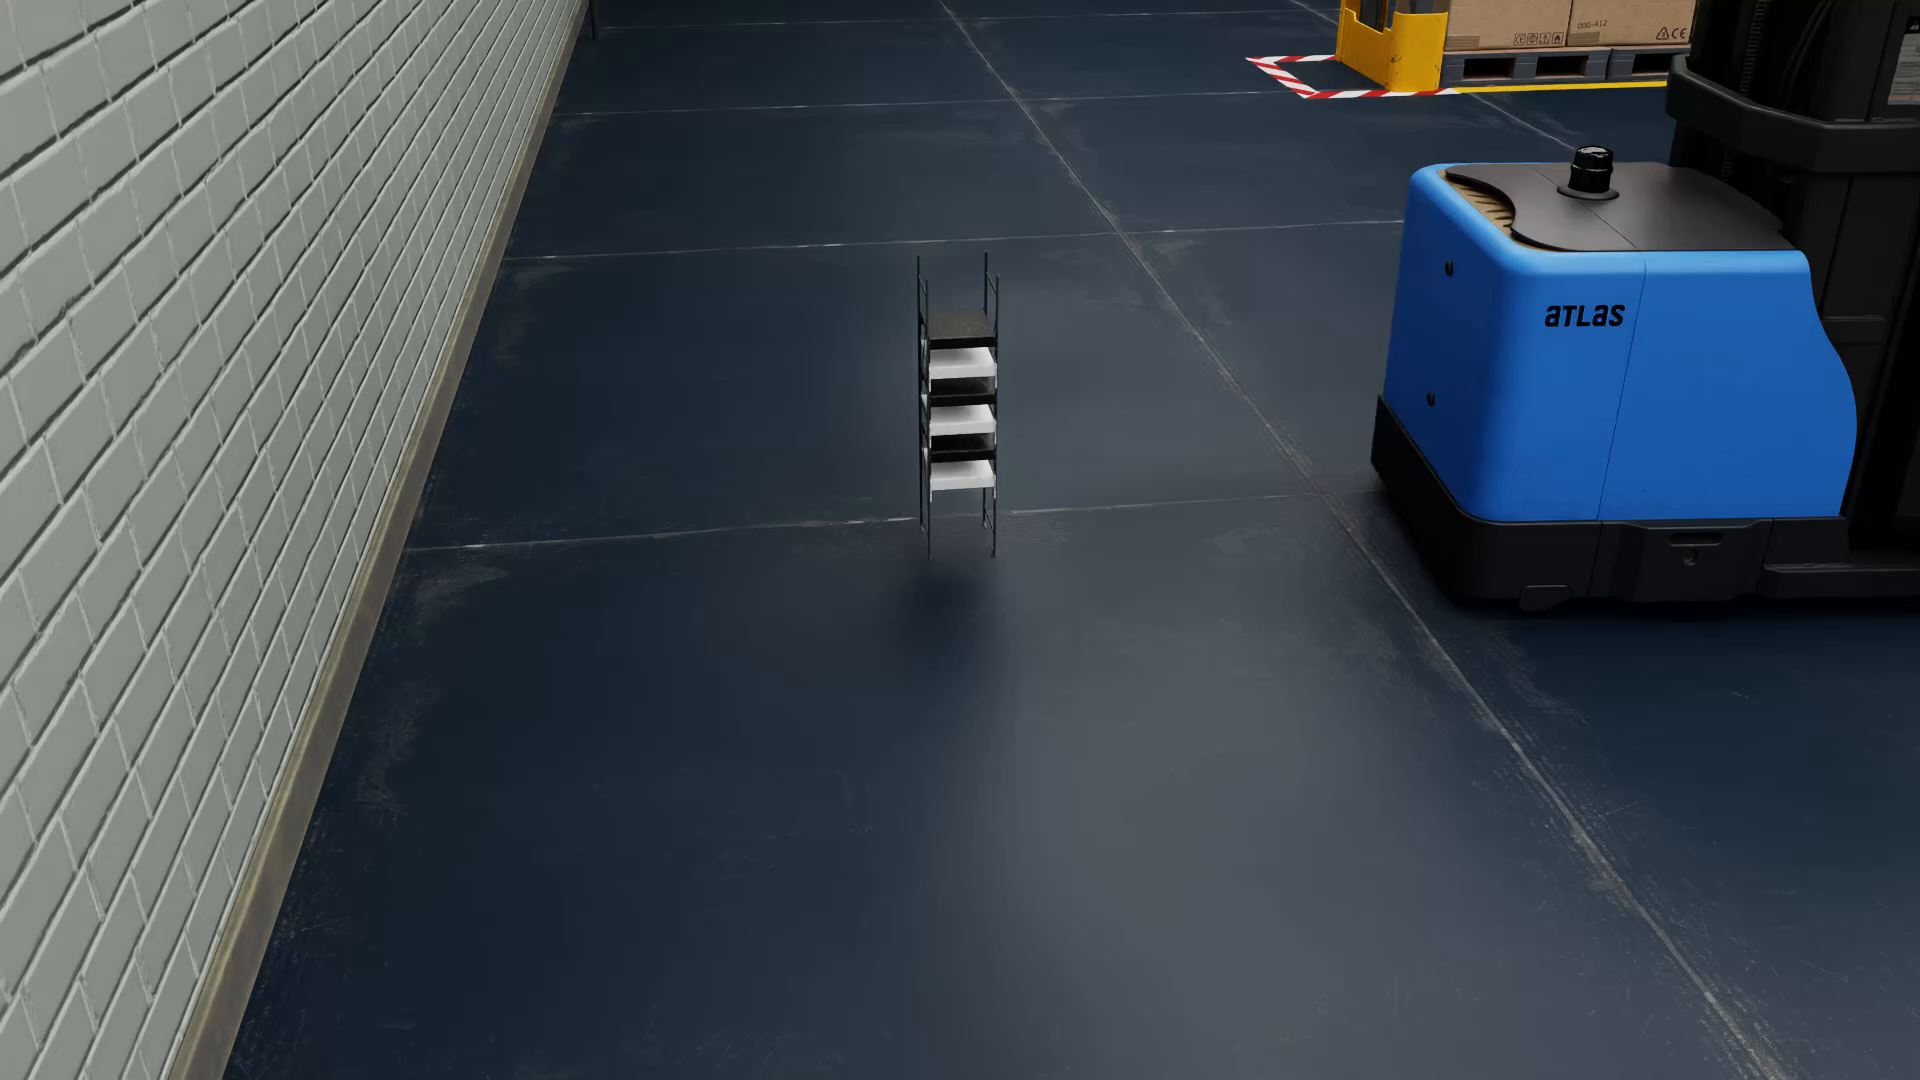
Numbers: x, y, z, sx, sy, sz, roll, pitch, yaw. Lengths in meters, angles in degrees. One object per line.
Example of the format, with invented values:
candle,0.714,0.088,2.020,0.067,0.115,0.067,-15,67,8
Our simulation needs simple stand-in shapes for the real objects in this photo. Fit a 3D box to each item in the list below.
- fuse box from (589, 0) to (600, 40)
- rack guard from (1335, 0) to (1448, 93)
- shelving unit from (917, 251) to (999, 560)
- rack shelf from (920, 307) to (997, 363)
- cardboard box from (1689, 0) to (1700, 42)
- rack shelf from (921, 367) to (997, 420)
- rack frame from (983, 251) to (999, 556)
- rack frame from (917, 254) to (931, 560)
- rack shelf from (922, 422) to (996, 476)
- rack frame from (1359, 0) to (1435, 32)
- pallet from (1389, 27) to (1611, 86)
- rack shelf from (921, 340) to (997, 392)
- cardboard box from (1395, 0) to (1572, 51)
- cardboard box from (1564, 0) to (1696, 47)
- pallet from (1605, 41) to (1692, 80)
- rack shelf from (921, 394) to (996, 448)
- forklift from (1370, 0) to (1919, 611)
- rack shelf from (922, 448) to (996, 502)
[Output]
fuse box,-2.751,-4.595,12.331,0.414,1.711,0.539,-4,27,-7
rack guard,2.954,-3.465,11.455,0.348,0.500,1.175,-4,27,-7
shelving unit,-0.008,-0.400,5.044,0.210,0.900,0.258,-4,27,-7
rack shelf,-0.008,-0.610,4.936,0.200,0.077,0.258,-4,27,-7
cardboard box,5.416,-3.831,11.777,0.875,0.438,0.875,-4,27,-9
rack shelf,-0.008,-0.450,5.018,0.200,0.077,0.258,-4,27,-7
rack frame,0.093,-0.406,5.056,0.006,0.900,0.240,-4,27,-7
rack frame,-0.109,-0.393,5.031,0.006,0.900,0.240,-4,27,-7
rack shelf,-0.008,-0.290,5.100,0.200,0.077,0.258,-4,27,-7
rack frame,2.978,-4.578,10.887,0.127,3.000,1.000,-4,27,-7
pallet,3.759,-3.424,11.692,1.213,0.211,1.003,-4,27,-7
rack shelf,-0.008,-0.530,4.977,0.200,0.077,0.258,-4,27,-7
cardboard box,3.618,-3.712,11.546,0.875,0.438,0.875,-5,28,-9
cardboard box,4.523,-3.774,11.667,0.875,0.438,0.875,-3,27,-6
pallet,4.964,-3.500,11.840,1.213,0.211,1.003,-4,27,-7
rack shelf,-0.008,-0.370,5.059,0.200,0.077,0.258,-4,27,-7
forklift,2.914,-1.334,4.640,3.031,2.935,1.130,-1,27,-2
rack shelf,-0.008,-0.210,5.141,0.200,0.077,0.258,-4,27,-7
